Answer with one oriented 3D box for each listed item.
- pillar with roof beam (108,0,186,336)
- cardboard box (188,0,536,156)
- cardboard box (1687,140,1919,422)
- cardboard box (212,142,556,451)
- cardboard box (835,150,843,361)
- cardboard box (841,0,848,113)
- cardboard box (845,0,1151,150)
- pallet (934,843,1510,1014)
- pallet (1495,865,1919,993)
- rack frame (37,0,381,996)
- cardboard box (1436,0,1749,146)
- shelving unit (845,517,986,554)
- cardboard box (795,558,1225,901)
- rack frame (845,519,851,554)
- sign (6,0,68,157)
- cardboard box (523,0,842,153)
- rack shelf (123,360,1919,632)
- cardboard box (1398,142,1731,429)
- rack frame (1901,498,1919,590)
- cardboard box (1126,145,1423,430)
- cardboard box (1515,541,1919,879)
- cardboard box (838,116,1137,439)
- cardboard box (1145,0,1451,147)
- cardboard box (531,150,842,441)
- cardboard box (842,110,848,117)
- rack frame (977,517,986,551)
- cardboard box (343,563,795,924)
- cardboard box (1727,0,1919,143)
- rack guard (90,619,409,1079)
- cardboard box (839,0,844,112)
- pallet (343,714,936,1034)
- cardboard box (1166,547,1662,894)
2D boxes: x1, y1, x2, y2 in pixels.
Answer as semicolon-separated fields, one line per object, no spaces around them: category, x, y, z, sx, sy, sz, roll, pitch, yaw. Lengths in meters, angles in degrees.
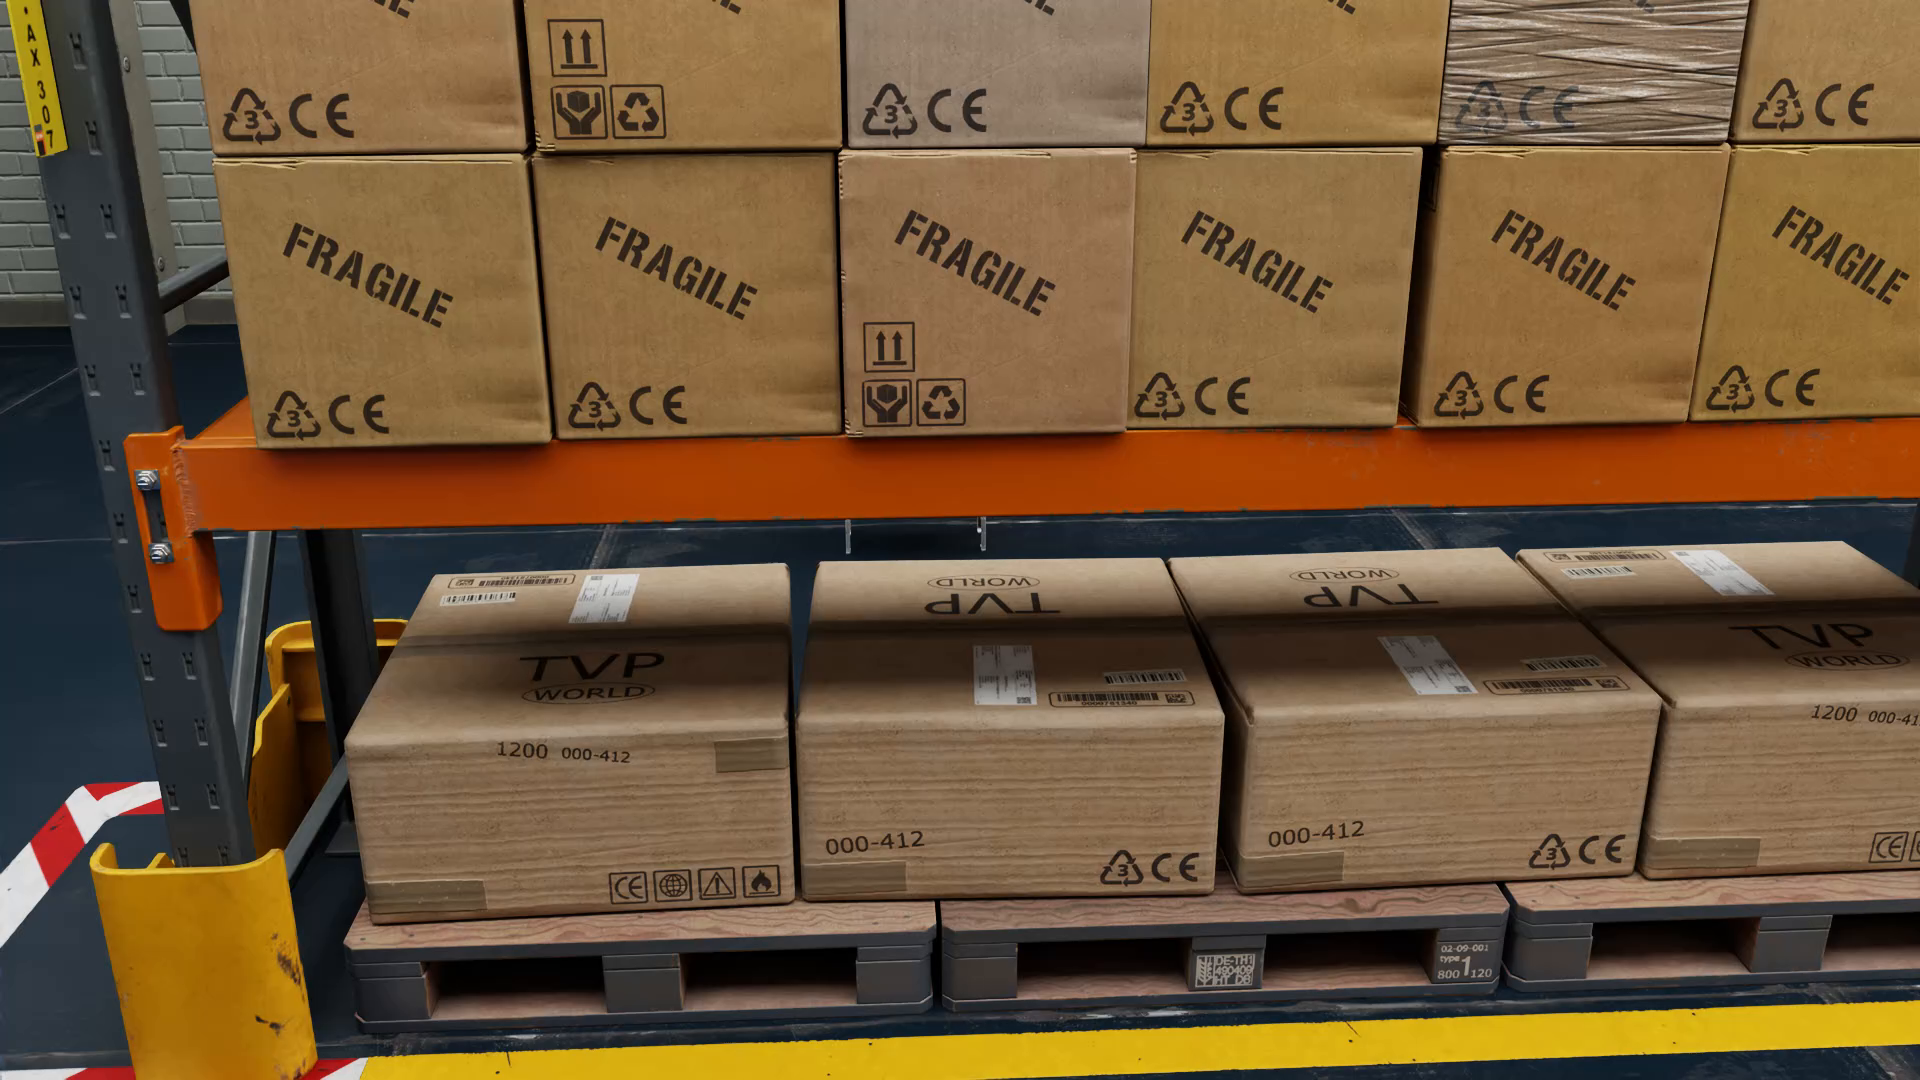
pillar with roof beam;-4.261;-3.829;3.530;0.400;9.000;9.100;-1;21;-3
cardboard box;-0.980;-0.948;2.850;0.500;0.500;0.500;-2;21;-4
cardboard box;1.556;-0.541;3.186;0.500;0.500;0.500;-2;21;-4
cardboard box;-0.980;-0.480;3.026;0.500;0.500;0.500;-1;21;-3
cardboard box;-0.508;-0.681;3.554;0.500;0.500;0.500;-2;21;-4
cardboard box;0.006;-1.164;3.417;0.500;0.500;0.500;-1;21;-3
cardboard box;0.048;-0.974;2.919;0.500;0.500;0.500;-1;21;-3
pallet;0.533;0.710;3.960;1.213;0.211;1.003;-1;21;-3
pallet;1.754;0.684;4.028;1.213;0.211;1.003;-1;21;-3
rack frame;-1.476;-0.526;3.286;0.127;3.000;1.000;-1;21;-3
cardboard box;1.048;-0.992;2.965;0.500;0.500;0.500;-1;21;-2
shelving unit;-0.165;-0.557;5.899;0.503;1.200;0.258;-1;21;-3
cardboard box;0.090;0.405;3.852;0.875;0.438;0.875;-1;21;-2
rack frame;-0.409;-0.552;5.886;0.015;1.200;0.240;-1;21;-3
sign;-1.450;-0.770;2.600;0.005;0.325;0.100;-1;21;-3
cardboard box;-0.465;-0.961;2.884;0.500;0.500;0.500;-2;21;-5
rack shelf;0.521;-0.230;3.521;4.000;0.370;1.077;-1;21;-3
cardboard box;1.055;-0.526;3.145;0.500;0.500;0.500;-1;21;-4
rack frame;2.518;-0.607;3.499;0.127;3.000;1.000;-1;21;-3
cardboard box;0.531;-0.520;3.131;0.500;0.500;0.500;0;21;-1
cardboard box;1.885;0.369;3.947;0.875;0.438;0.875;-1;21;-4
cardboard box;0.032;-0.504;3.089;0.500;0.500;0.500;-1;21;-3
cardboard box;0.546;-0.985;2.946;0.500;0.500;0.500;-1;21;-3
cardboard box;-0.477;-0.500;3.079;0.500;0.500;0.500;-1;21;-4
cardboard box;0.005;-0.695;3.590;0.500;0.500;0.500;-1;21;-1
rack frame;0.078;-0.562;5.912;0.015;1.200;0.240;-1;21;-3
cardboard box;-0.823;0.427;3.796;0.875;0.438;0.875;-2;21;-5
cardboard box;1.555;-1.006;3.001;0.500;0.500;0.500;-1;21;-4
rack guard;-1.500;0.643;3.729;0.348;0.500;1.175;-1;21;-3
cardboard box;-0.488;-1.155;3.393;0.500;0.500;0.500;-1;21;-3
pallet;-0.682;0.734;3.898;1.213;0.211;1.003;-1;21;-3
cardboard box;0.991;0.387;3.899;0.875;0.438;0.875;-2;21;-5
